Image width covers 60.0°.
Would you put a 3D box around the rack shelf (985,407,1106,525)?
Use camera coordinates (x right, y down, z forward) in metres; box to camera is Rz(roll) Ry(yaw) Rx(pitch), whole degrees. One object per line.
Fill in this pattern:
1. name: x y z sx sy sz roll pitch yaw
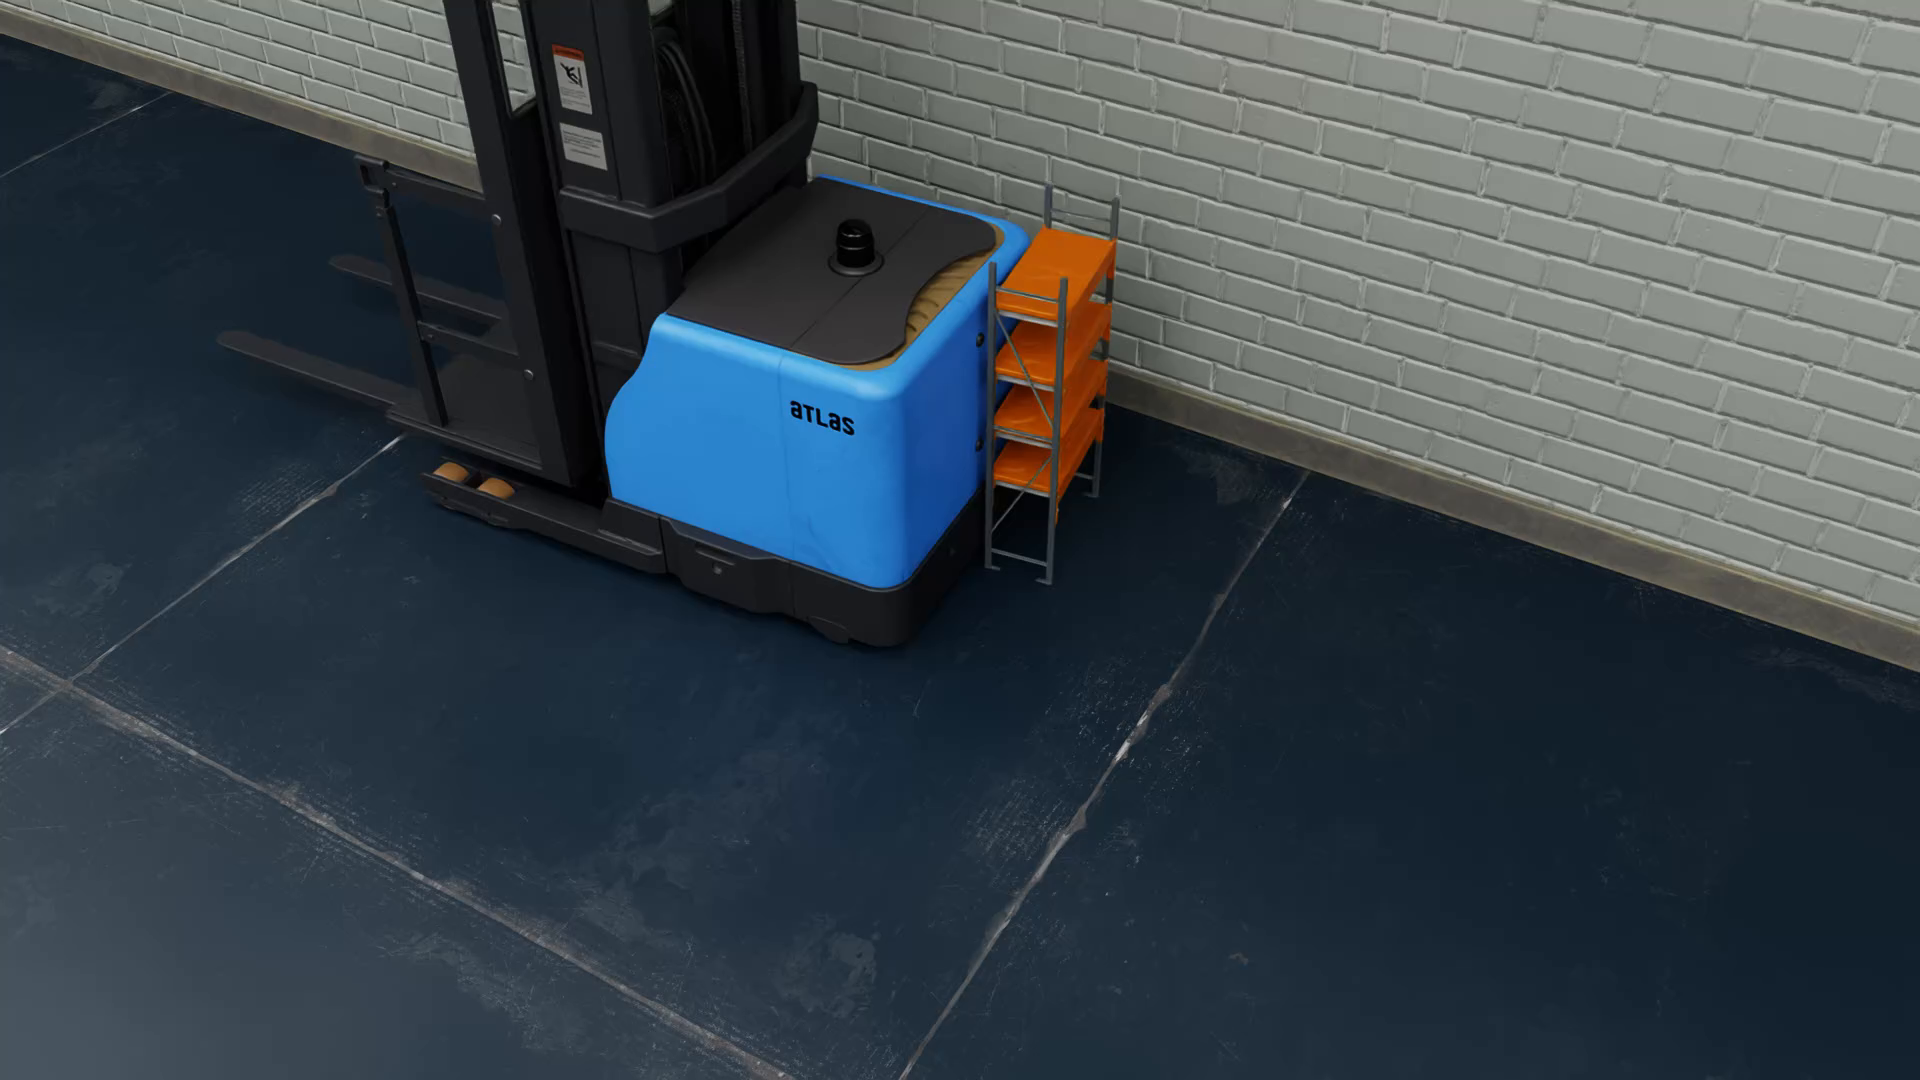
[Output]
1. rack shelf: 0.289 -0.281 5.564 0.258 0.148 0.480 15 44 16

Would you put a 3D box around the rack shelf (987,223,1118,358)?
1. rack shelf: 0.289 -0.775 5.128 0.258 0.148 0.480 15 44 16

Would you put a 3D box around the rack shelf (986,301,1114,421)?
1. rack shelf: 0.289 -0.598 5.284 0.258 0.148 0.480 15 44 16

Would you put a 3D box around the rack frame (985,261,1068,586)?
1. rack frame: 0.198 -0.331 5.218 0.240 1.200 0.015 15 44 16

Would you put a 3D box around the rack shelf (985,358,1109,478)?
1. rack shelf: 0.289 -0.430 5.432 0.258 0.148 0.480 15 44 16

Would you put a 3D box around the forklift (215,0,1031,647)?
1. forklift: -1.313 -1.441 5.169 3.031 2.935 1.130 18 45 20

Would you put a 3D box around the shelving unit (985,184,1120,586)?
1. shelving unit: 0.289 -0.481 5.388 0.258 1.200 0.503 15 44 16

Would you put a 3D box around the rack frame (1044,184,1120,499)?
1. rack frame: 0.380 -0.630 5.558 0.240 1.200 0.015 15 44 16
